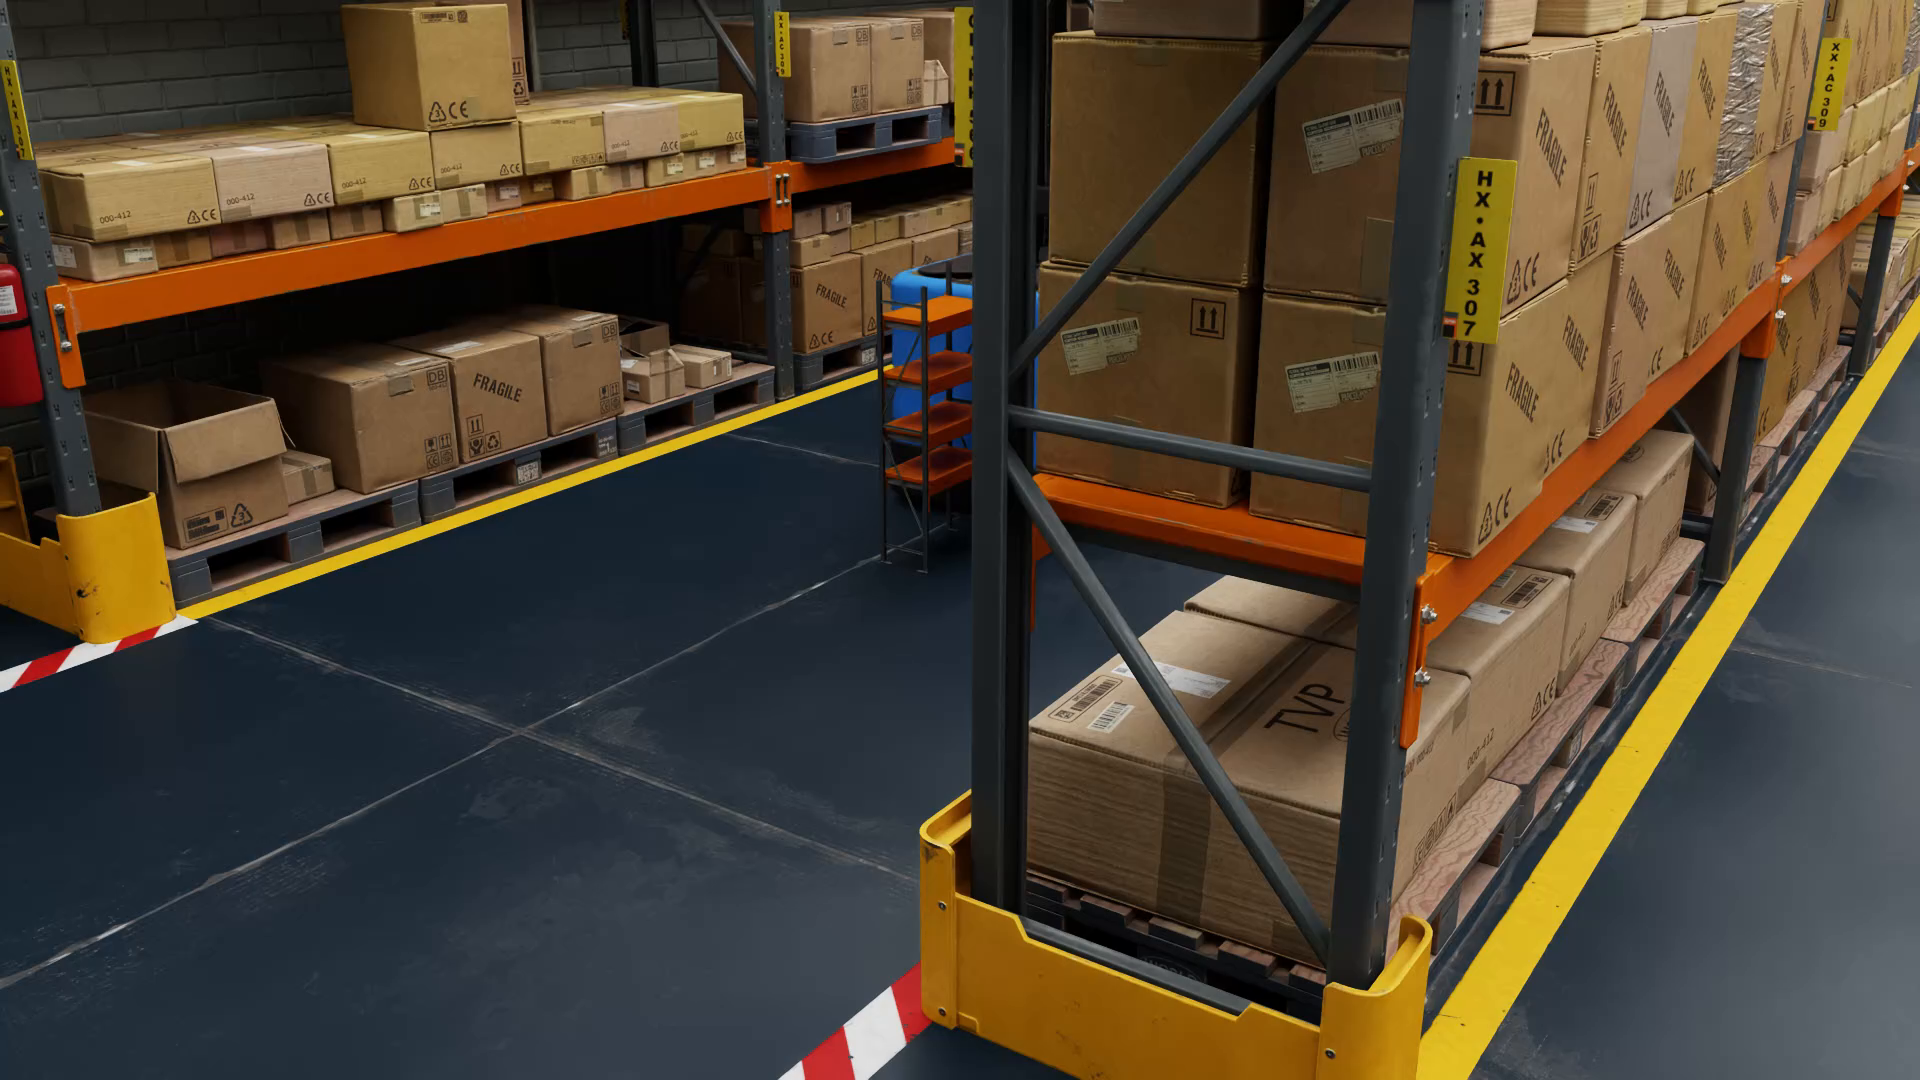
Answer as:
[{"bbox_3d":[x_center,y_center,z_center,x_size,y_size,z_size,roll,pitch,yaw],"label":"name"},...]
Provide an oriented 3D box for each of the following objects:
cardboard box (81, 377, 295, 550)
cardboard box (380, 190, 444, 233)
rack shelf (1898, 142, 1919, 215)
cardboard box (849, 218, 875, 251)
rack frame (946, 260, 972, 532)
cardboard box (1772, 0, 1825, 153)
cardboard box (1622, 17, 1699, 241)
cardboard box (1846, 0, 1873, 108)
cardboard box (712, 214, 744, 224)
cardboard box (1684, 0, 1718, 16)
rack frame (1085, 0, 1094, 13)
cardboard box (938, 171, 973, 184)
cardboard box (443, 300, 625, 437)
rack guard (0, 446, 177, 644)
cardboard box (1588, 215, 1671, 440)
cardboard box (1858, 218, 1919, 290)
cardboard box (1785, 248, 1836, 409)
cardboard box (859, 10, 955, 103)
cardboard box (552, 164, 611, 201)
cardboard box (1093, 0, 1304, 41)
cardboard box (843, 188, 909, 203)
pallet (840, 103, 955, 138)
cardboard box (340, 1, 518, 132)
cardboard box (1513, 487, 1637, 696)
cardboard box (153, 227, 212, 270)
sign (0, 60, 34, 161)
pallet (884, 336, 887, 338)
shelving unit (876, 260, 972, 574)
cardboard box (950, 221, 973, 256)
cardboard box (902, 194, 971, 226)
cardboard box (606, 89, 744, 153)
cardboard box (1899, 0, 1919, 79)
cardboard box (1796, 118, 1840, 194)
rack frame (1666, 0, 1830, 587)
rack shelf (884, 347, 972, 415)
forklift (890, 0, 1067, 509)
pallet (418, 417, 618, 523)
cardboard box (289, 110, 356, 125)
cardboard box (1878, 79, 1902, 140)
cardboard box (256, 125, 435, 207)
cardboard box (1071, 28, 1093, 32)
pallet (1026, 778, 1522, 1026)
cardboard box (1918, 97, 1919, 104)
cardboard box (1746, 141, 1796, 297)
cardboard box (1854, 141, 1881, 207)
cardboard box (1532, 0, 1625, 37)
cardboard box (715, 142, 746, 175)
[{"bbox_3d":[-3.213,-0.333,6.833,0.797,0.503,0.637,12,24,30],"label":"cardboard box"},{"bbox_3d":[-2.458,-1.432,7.176,0.380,0.149,0.250,12,24,30],"label":"cardboard box"},{"bbox_3d":[6.093,-2.714,11.316,1.077,0.370,4.000,13,24,32],"label":"rack shelf"},{"bbox_3d":[-0.738,-1.847,9.998,0.380,0.149,0.250,12,23,29],"label":"cardboard box"},{"bbox_3d":[0.044,-0.585,7.118,0.240,1.200,0.015,13,24,32],"label":"rack frame"},{"bbox_3d":[2.684,-1.657,5.835,0.500,0.500,0.500,13,24,31],"label":"cardboard box"},{"bbox_3d":[1.545,-1.079,4.274,0.500,0.500,0.500,13,24,31],"label":"cardboard box"},{"bbox_3d":[3.469,-2.068,6.946,0.500,0.500,0.500,13,24,32],"label":"cardboard box"},{"bbox_3d":[-1.275,-1.864,10.044,0.380,0.149,0.250,13,24,32],"label":"cardboard box"},{"bbox_3d":[1.807,-1.487,4.441,0.380,0.149,0.250,13,24,31],"label":"cardboard box"},{"bbox_3d":[0.862,-3.445,12.254,1.000,3.000,0.127,13,24,32],"label":"rack frame"},{"bbox_3d":[0.066,-2.527,11.835,0.380,0.149,0.250,14,24,33],"label":"cardboard box"},{"bbox_3d":[-2.117,-0.867,8.282,0.700,0.500,0.500,12,24,30],"label":"cardboard box"},{"bbox_3d":[-3.593,0.001,6.541,1.175,0.500,0.348,13,24,32],"label":"rack guard"},{"bbox_3d":[1.541,-0.604,4.430,0.500,0.500,0.500,13,24,32],"label":"cardboard box"},{"bbox_3d":[6.134,-2.032,11.618,0.950,0.372,0.625,14,25,34],"label":"cardboard box"},{"bbox_3d":[4.007,-1.241,8.754,0.875,0.875,0.875,14,24,32],"label":"cardboard box"},{"bbox_3d":[-0.197,-3.010,10.329,0.700,0.500,0.500,13,24,32],"label":"cardboard box"},{"bbox_3d":[-1.902,-1.732,7.985,0.380,0.149,0.250,13,24,31],"label":"cardboard box"},{"bbox_3d":[0.508,-1.145,3.515,0.380,0.149,0.250,14,24,33],"label":"cardboard box"},{"bbox_3d":[-0.559,-2.234,11.044,0.380,0.149,0.250,12,24,30],"label":"cardboard box"},{"bbox_3d":[-0.228,-2.796,10.777,1.003,0.211,1.213,13,24,32],"label":"pallet"},{"bbox_3d":[-2.314,-2.078,7.267,0.500,0.500,0.500,14,24,33],"label":"cardboard box"},{"bbox_3d":[1.776,0.091,5.784,0.875,0.438,0.875,12,24,30],"label":"cardboard box"},{"bbox_3d":[-3.119,-1.154,6.424,0.380,0.149,0.250,14,24,33],"label":"cardboard box"},{"bbox_3d":[-3.186,-1.450,5.613,0.100,0.325,0.005,13,24,32],"label":"sign"},{"bbox_3d":[-0.276,-1.581,11.236,1.003,0.211,1.213,13,24,32],"label":"pallet"},{"bbox_3d":[-0.093,-0.515,6.928,0.258,1.200,0.503,13,24,32],"label":"shelving unit"},{"bbox_3d":[-0.057,-1.861,10.971,0.500,0.500,0.500,12,24,30],"label":"cardboard box"},{"bbox_3d":[-0.155,-2.147,10.808,0.380,0.149,0.250,13,24,32],"label":"cardboard box"},{"bbox_3d":[-1.471,-2.173,8.602,0.500,0.250,0.500,14,24,33],"label":"cardboard box"},{"bbox_3d":[4.613,-2.646,8.508,0.500,0.500,0.500,14,24,33],"label":"cardboard box"},{"bbox_3d":[3.201,-1.566,6.669,0.500,0.250,0.500,12,24,30],"label":"cardboard box"},{"bbox_3d":[2.721,-1.330,6.537,1.000,3.000,0.127,13,24,32],"label":"rack frame"},{"bbox_3d":[-0.093,-0.662,6.874,0.258,0.148,0.480,13,24,32],"label":"rack shelf"},{"bbox_3d":[0.932,-1.871,8.099,1.130,2.935,3.031,14,24,32],"label":"forklift"},{"bbox_3d":[-2.459,-0.441,8.153,1.003,0.211,1.213,13,24,32],"label":"pallet"},{"bbox_3d":[-2.729,-1.841,7.706,0.500,0.250,0.500,13,24,32],"label":"cardboard box"},{"bbox_3d":[4.351,-2.155,8.262,0.500,0.250,0.500,13,24,30],"label":"cardboard box"},{"bbox_3d":[-2.592,-1.587,7.019,0.500,0.250,0.500,13,24,31],"label":"cardboard box"},{"bbox_3d":[0.885,-3.792,12.688,0.500,0.250,0.500,14,24,33],"label":"cardboard box"},{"bbox_3d":[0.857,0.881,4.580,1.003,0.211,1.213,13,24,32],"label":"pallet"},{"bbox_3d":[5.684,-2.758,10.154,0.380,0.149,0.250,12,23,28],"label":"cardboard box"},{"bbox_3d":[2.671,-1.194,6.026,0.500,0.500,0.500,14,24,32],"label":"cardboard box"},{"bbox_3d":[4.066,-1.769,7.940,0.500,0.250,0.500,13,24,31],"label":"cardboard box"},{"bbox_3d":[1.230,-1.192,3.643,0.380,0.149,0.250,14,25,33],"label":"cardboard box"},{"bbox_3d":[-1.357,-2.039,8.815,0.380,0.149,0.250,14,24,33],"label":"cardboard box"}]
